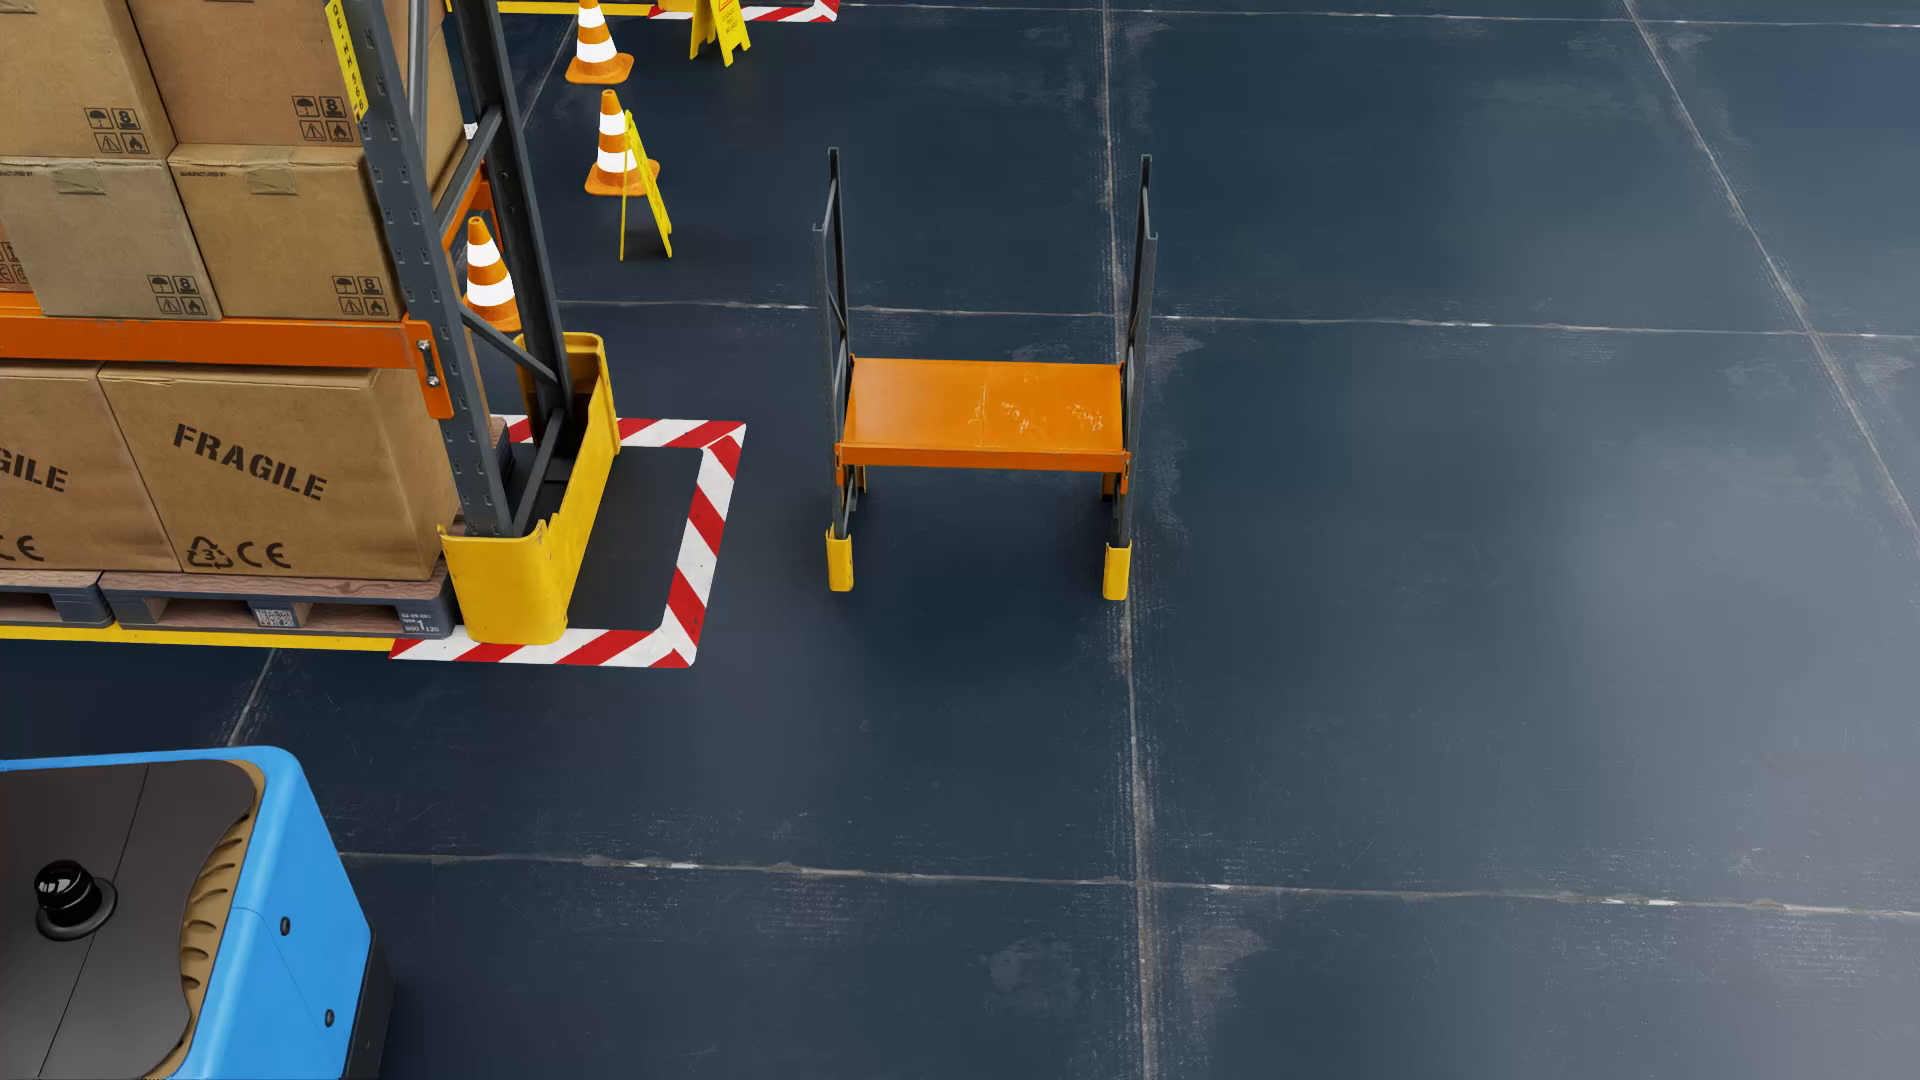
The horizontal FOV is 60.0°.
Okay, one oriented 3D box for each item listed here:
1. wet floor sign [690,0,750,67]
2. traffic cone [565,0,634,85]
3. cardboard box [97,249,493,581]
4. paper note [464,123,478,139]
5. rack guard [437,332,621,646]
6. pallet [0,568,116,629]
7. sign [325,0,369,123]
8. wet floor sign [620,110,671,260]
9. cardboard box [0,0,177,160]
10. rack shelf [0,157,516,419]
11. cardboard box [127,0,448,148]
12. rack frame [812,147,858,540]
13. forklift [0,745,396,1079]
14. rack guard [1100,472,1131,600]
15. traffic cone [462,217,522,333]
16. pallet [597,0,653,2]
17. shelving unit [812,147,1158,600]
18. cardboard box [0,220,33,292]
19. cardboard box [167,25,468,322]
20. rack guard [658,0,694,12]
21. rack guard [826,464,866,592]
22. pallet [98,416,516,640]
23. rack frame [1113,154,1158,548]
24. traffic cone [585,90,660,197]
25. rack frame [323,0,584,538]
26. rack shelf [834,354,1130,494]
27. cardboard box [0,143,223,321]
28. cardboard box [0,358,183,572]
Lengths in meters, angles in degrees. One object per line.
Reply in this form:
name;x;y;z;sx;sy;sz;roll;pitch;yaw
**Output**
wet floor sign;-1.314;-2.907;8.897;0.232;0.644;0.267;16;45;16
traffic cone;-1.943;-2.710;8.819;0.334;0.463;0.336;2;43;2
cardboard box;-2.258;-0.481;5.817;0.875;0.875;0.875;2;43;2
paper note;-2.490;-2.090;8.471;0.142;0.019;0.148;-12;44;-13
rack guard;-1.554;-0.214;6.113;0.348;0.500;1.175;2;43;2
pallet;-3.595;-0.120;6.224;1.213;0.211;1.003;2;43;2
sign;-1.616;-1.271;4.390;0.005;0.325;0.100;2;43;2
wet floor sign;-1.459;-1.615;7.511;0.232;0.644;0.267;-5;43;-5
cardboard box;-2.500;-1.571;4.834;0.550;0.550;0.875;2;43;2
rack shelf;-3.576;-0.928;5.573;4.000;0.370;1.077;2;43;2
cardboard box;-1.947;-1.617;4.883;0.550;0.550;0.875;2;43;2
rack frame;-0.423;-0.562;5.753;0.032;1.500;0.500;2;43;2
forklift;-3.097;0.625;3.429;3.031;2.935;1.130;-3;43;-3
rack guard;0.574;-0.074;6.146;0.087;0.250;0.587;2;43;2
traffic cone;-2.044;-1.184;7.182;0.334;0.463;0.336;2;43;2
pallet;-2.341;-3.534;9.889;1.213;0.211;1.003;2;43;2
shelving unit;0.076;-0.546;5.736;1.083;1.500;0.587;2;43;2
cardboard box;-3.055;-1.269;5.302;0.550;0.550;0.875;2;43;2
cardboard box;-1.950;-1.165;5.190;0.550;0.550;0.875;2;43;2
rack guard;-1.531;-3.591;9.738;0.348;0.500;1.175;2;43;2
rack guard;-0.421;-0.104;6.179;0.087;0.250;0.587;2;43;2
pallet;-2.380;-0.080;6.181;1.213;0.211;1.003;2;43;2
rack frame;0.593;-0.531;5.719;0.032;1.500;0.500;2;43;2
traffic cone;-1.654;-1.943;7.997;0.334;0.463;0.336;2;43;2
rack frame;-1.578;-1.129;5.262;0.127;3.000;1.000;2;43;2
rack shelf;0.085;-0.415;5.859;1.000;0.185;0.538;2;43;2
cardboard box;-2.501;-1.167;5.192;0.550;0.550;0.875;2;43;2
cardboard box;-3.137;-0.507;5.844;0.875;0.875;0.875;1;43;1
